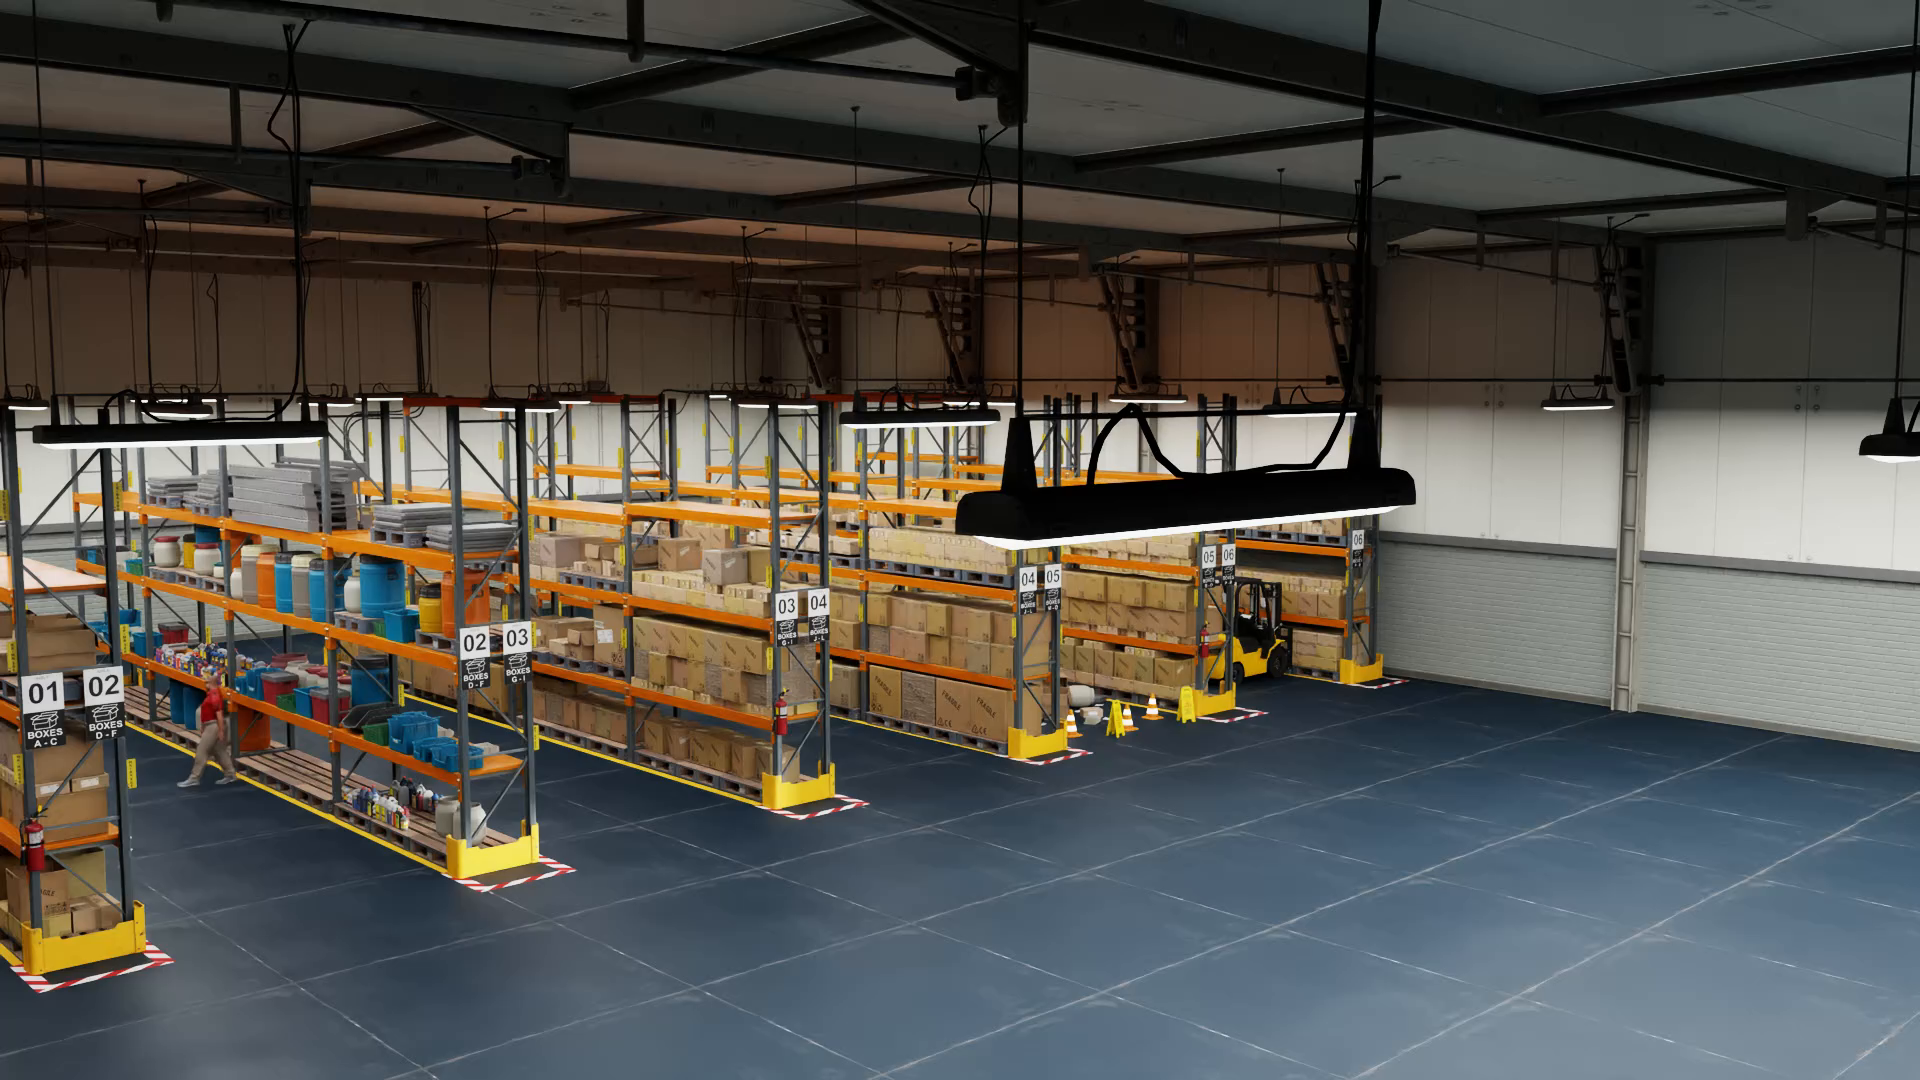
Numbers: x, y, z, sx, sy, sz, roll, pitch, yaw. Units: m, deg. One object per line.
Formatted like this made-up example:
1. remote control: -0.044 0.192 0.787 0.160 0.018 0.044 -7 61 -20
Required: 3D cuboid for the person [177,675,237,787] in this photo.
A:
1. person: -11.735 2.971 25.893 0.810 1.728 0.632 -1 6 -14
